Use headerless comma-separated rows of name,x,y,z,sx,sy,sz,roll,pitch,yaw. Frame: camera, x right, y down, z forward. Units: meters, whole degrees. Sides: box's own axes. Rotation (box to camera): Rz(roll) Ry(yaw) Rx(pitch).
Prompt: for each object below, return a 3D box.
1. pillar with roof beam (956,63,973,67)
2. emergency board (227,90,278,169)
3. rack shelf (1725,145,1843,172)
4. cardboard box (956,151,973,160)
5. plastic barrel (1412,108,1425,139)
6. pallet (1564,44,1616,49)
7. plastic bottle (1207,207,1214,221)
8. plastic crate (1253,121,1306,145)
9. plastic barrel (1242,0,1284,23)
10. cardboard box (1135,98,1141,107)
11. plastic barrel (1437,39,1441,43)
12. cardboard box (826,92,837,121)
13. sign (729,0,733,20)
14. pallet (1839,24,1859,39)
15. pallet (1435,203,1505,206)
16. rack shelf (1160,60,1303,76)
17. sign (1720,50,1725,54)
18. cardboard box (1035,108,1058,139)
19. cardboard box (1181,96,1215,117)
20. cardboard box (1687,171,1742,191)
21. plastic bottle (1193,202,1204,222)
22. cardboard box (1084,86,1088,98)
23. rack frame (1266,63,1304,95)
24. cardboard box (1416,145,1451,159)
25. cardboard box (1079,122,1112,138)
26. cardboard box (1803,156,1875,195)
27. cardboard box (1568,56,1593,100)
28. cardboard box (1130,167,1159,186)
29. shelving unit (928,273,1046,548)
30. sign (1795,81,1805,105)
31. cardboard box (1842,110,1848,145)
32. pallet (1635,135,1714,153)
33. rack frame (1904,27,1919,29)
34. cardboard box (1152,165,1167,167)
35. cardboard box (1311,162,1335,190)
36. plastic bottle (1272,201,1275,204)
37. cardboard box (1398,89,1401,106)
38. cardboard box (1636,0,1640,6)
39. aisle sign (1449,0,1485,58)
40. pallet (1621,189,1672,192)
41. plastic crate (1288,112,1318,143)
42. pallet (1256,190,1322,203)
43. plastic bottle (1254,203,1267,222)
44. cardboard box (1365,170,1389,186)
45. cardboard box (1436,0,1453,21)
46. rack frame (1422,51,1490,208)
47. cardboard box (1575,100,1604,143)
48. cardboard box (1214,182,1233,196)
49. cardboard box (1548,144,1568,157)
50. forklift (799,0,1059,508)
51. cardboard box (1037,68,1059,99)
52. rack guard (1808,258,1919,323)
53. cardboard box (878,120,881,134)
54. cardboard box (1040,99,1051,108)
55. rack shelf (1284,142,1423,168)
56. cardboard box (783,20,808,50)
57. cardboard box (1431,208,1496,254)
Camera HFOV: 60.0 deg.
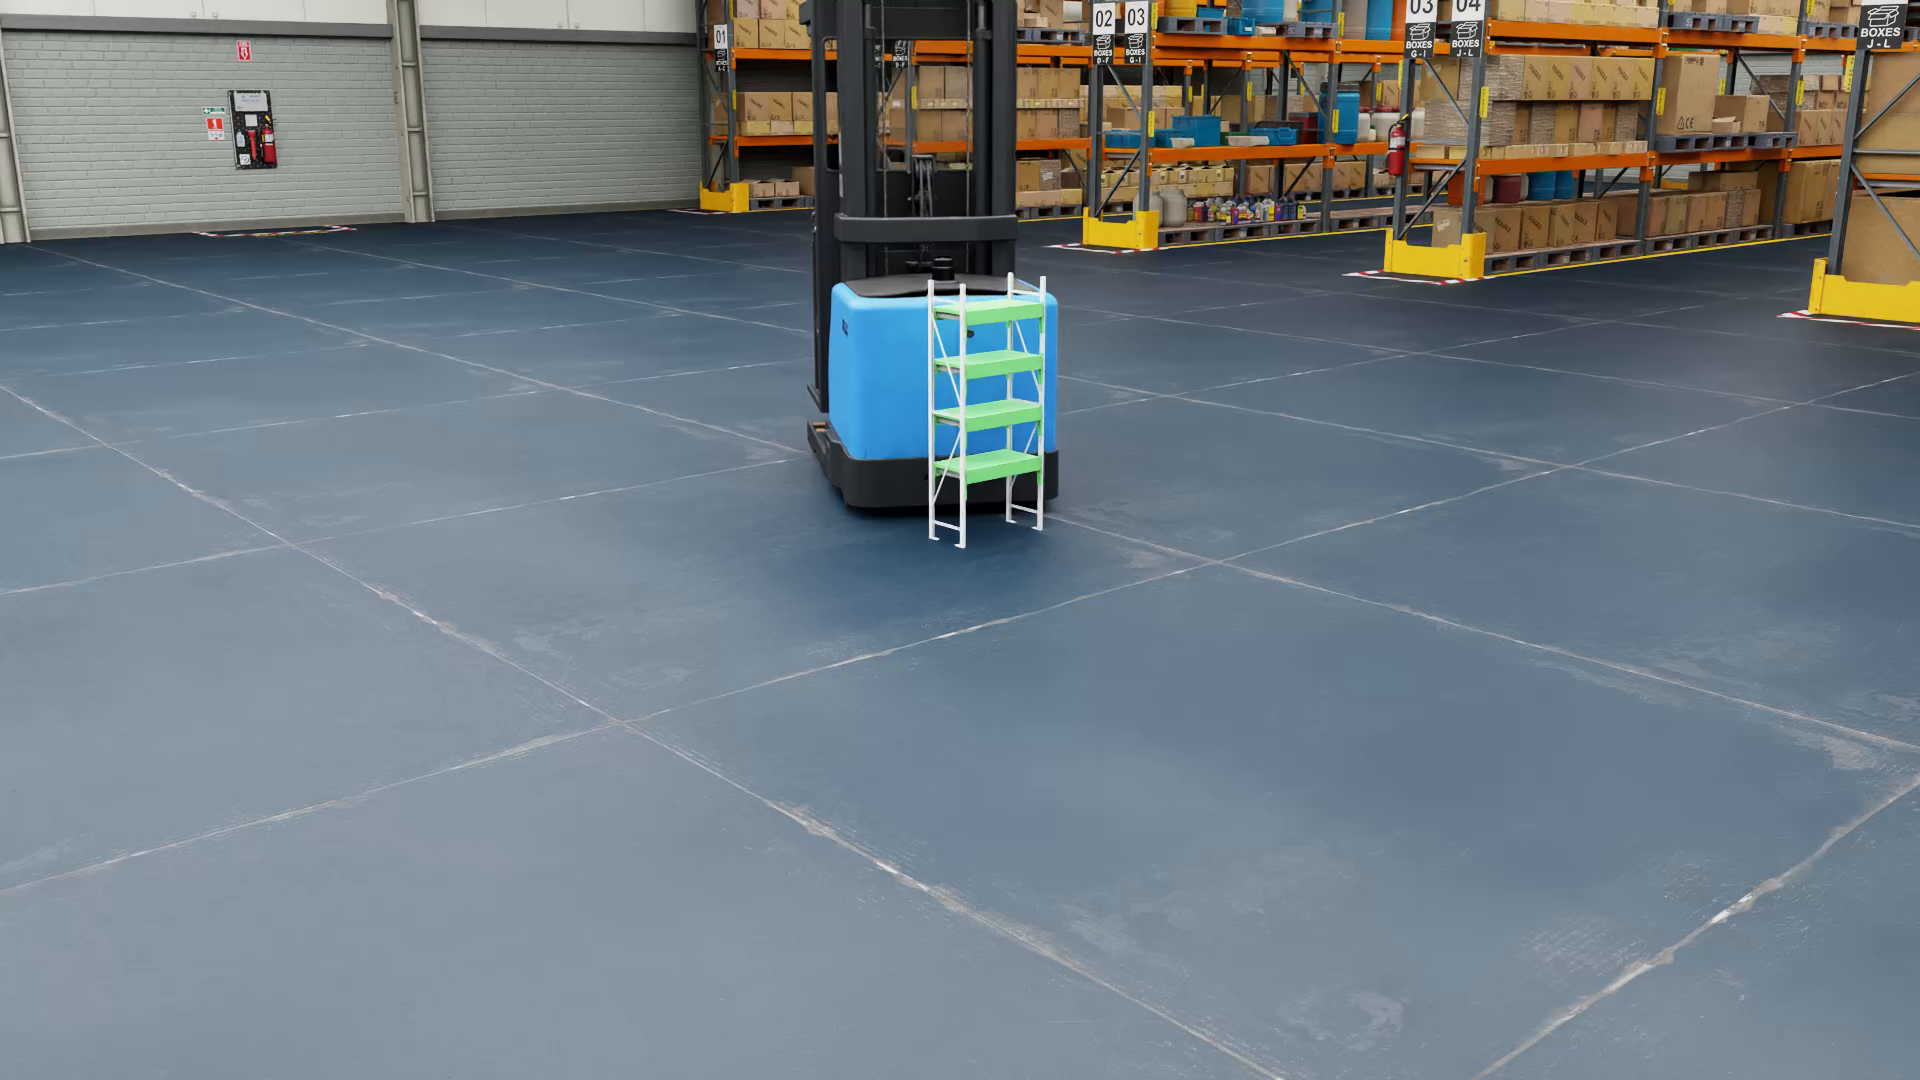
pillar with roof beam,2.988,-10.782,30.676,0.400,9.000,9.100,-13,19,-39
emergency board,-10.780,-6.277,25.438,0.643,1.169,0.194,-13,19,-39
rack shelf,12.974,-5.871,25.313,4.000,0.370,1.077,-13,19,-39
cardboard box,-0.043,-7.755,33.508,0.500,0.250,0.500,-13,20,-41
plastic barrel,7.260,-6.611,26.472,0.421,0.512,0.421,0,15,0
pallet,10.704,-8.728,29.167,1.003,0.211,1.213,-13,19,-39
plastic bottle,3.685,-4.786,24.425,0.097,0.201,0.097,0,15,0
plastic crate,4.718,-6.073,24.793,0.504,0.338,0.767,-13,19,-39
plastic barrel,4.375,-7.913,23.965,0.708,0.901,0.600,-13,19,-39
cardboard box,3.782,-9.353,36.145,0.500,0.500,0.500,-13,19,-39
plastic barrel,7.452,-8.439,26.747,0.600,0.901,0.600,0,15,0
cardboard box,-2.612,-7.998,30.677,0.500,0.500,0.500,-12,19,-38
sign,-3.968,-9.184,28.813,0.005,0.325,0.100,-13,19,-39
pallet,12.757,-7.548,24.747,1.213,0.211,1.003,-12,19,-37
pallet,8.781,-5.639,28.452,1.213,0.211,1.003,-13,19,-39
rack shelf,6.237,-10.891,38.293,4.000,0.370,1.077,-13,19,-39
sign,14.622,-9.494,31.871,0.005,0.325,0.100,-13,19,-39
cardboard box,1.223,-7.013,27.999,0.500,0.500,0.700,-13,20,-40
cardboard box,5.148,-9.684,37.612,0.700,0.700,0.980,-12,19,-39
cardboard box,10.586,-5.036,23.330,0.500,0.250,0.500,-10,18,-33
plastic bottle,3.484,-4.820,24.407,0.135,0.276,0.152,-12,19,-39
cardboard box,2.627,-9.455,35.073,0.500,0.250,0.500,-13,20,-40
rack frame,7.745,-10.128,39.855,0.127,3.000,1.000,-13,19,-39
cardboard box,5.509,-4.492,19.241,0.250,0.149,0.380,-13,19,-39
cardboard box,2.290,-7.151,29.000,0.500,0.250,0.500,-11,19,-36
cardboard box,13.339,-5.470,25.721,0.875,0.875,1.225,-14,20,-41
cardboard box,7.155,-5.494,19.799,0.500,0.500,0.500,-13,19,-39
cardboard box,3.193,-6.470,29.589,0.500,0.311,0.500,-14,20,-41
shelving unit,0.125,-0.608,7.700,0.503,1.200,0.258,-13,19,-39
sign,11.828,-6.297,23.423,0.005,0.325,0.100,-13,19,-39
cardboard box,13.160,-6.217,25.020,0.500,0.500,0.500,-13,19,-39
pallet,9.119,-5.211,21.818,1.213,0.211,1.003,-13,19,-39
rack frame,14.482,-9.456,25.714,0.127,3.000,1.000,-13,19,-39
cardboard box,3.600,-6.747,30.623,0.500,0.311,0.500,-13,20,-41
cardboard box,7.041,-7.186,32.830,0.500,0.500,0.500,-12,19,-39
plastic bottle,4.638,-4.890,24.671,0.135,0.276,0.152,-13,19,-39
cardboard box,8.911,-9.131,33.990,0.500,0.500,0.500,-13,20,-41
cardboard box,8.130,-6.633,20.476,0.250,0.149,0.380,-12,19,-39
aisle sign,5.580,-5.712,18.284,0.004,0.787,0.394,-13,19,-39
pallet,13.601,-6.720,32.500,1.213,0.211,1.003,-13,19,-39
plastic crate,5.361,-6.339,25.546,0.583,0.464,0.402,-13,19,-39
pallet,6.473,-6.787,32.749,1.213,0.211,1.003,-13,19,-39
plastic bottle,4.386,-4.784,24.274,0.135,0.276,0.152,-12,19,-38
cardboard box,8.441,-7.430,34.109,0.500,0.311,0.500,-13,19,-39
cardboard box,5.627,-6.033,19.001,0.500,0.250,0.500,-12,19,-38
rack frame,8.214,-6.844,27.561,0.127,3.000,1.000,-13,19,-39
cardboard box,7.356,-5.148,20.441,0.500,0.500,0.875,-13,19,-39
cardboard box,4.728,-6.547,30.963,0.500,0.250,0.500,-12,19,-38
cardboard box,6.997,-4.641,19.798,0.250,0.149,0.380,-13,19,-39
forklift,-0.285,-1.905,9.201,1.130,2.935,3.031,-3,15,-10
cardboard box,1.236,-7.645,27.849,0.500,0.500,0.700,-13,20,-39
rack guard,8.591,-2.331,15.506,0.348,0.500,1.175,-13,19,-39
cardboard box,-1.847,-7.811,31.431,0.500,0.250,0.500,-13,19,-39
cardboard box,1.302,-7.275,27.721,0.250,0.149,0.380,-13,20,-39
rack shelf,6.705,-6.158,26.386,4.000,0.370,1.077,-13,19,-39
cardboard box,-3.091,-9.106,29.982,0.500,0.500,0.500,-12,19,-37
cardboard box,5.912,-3.623,19.530,0.500,0.500,0.500,-9,17,-29
